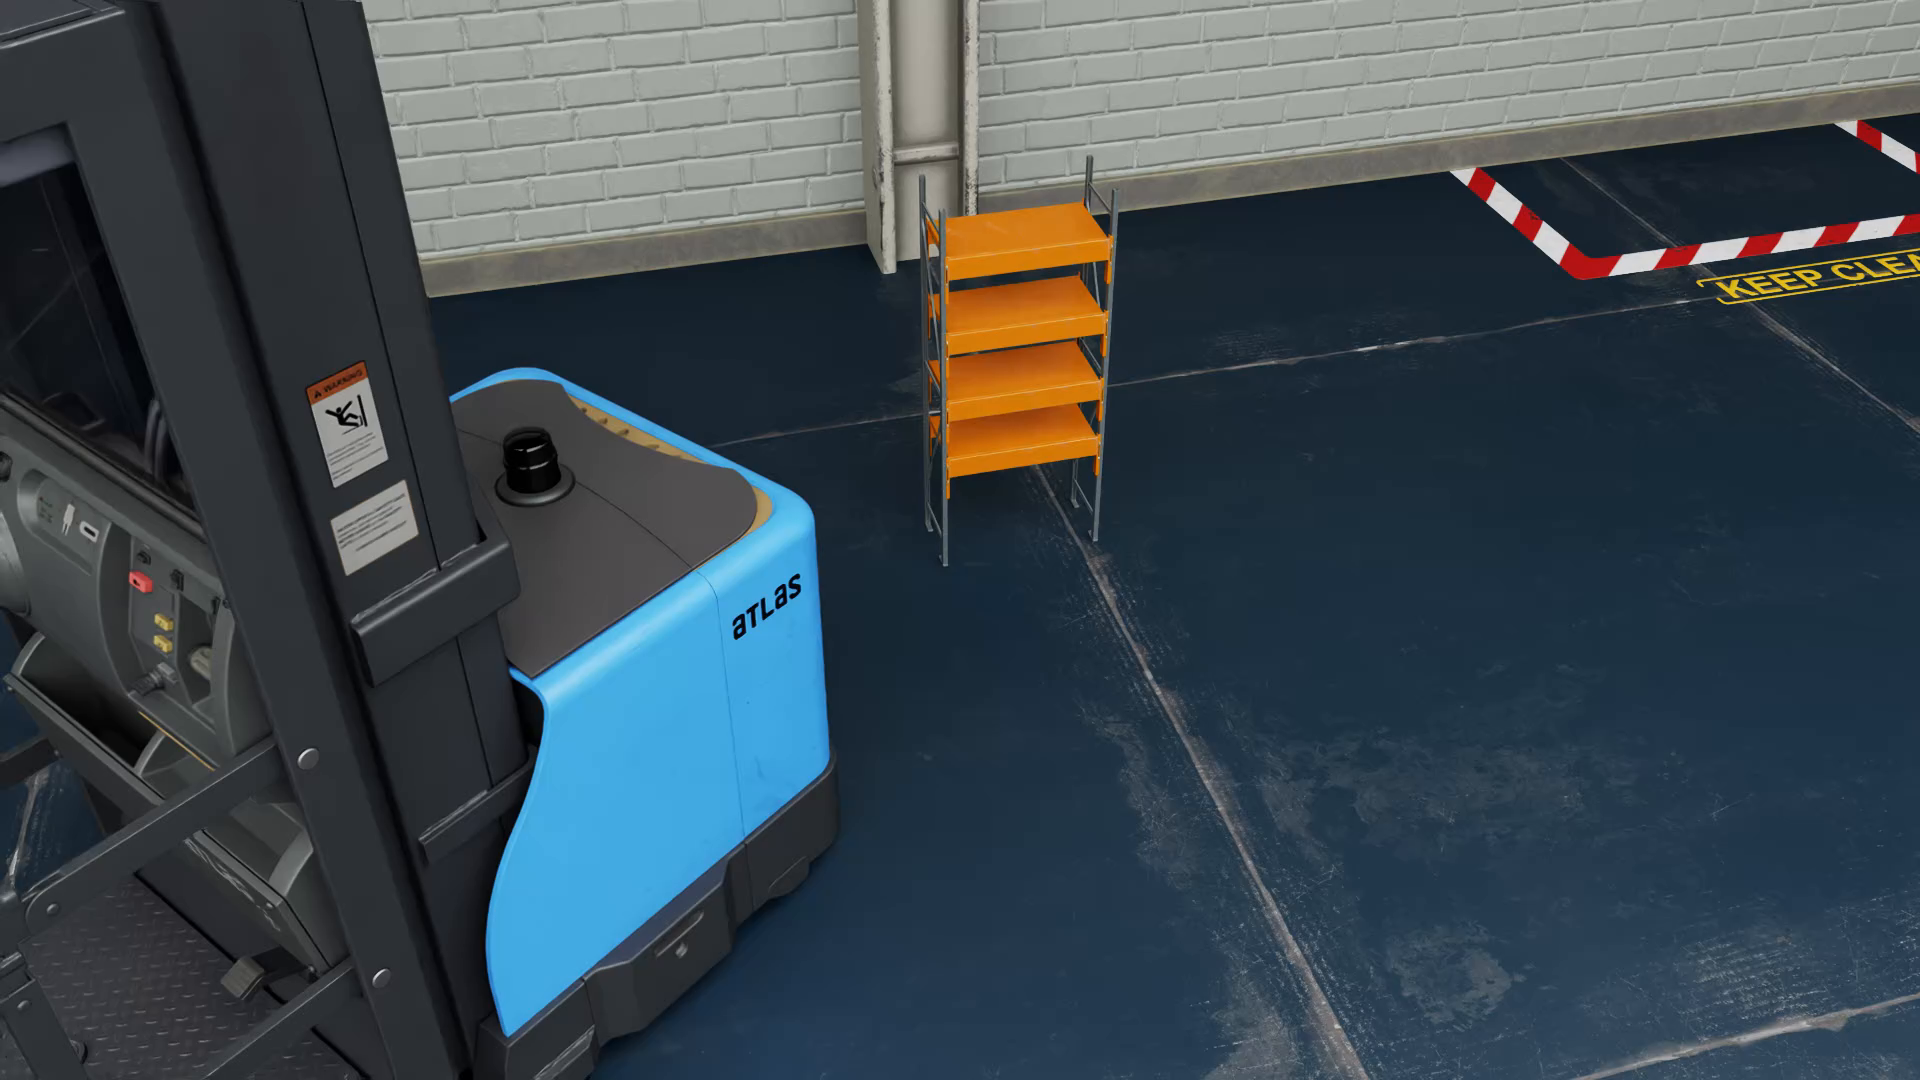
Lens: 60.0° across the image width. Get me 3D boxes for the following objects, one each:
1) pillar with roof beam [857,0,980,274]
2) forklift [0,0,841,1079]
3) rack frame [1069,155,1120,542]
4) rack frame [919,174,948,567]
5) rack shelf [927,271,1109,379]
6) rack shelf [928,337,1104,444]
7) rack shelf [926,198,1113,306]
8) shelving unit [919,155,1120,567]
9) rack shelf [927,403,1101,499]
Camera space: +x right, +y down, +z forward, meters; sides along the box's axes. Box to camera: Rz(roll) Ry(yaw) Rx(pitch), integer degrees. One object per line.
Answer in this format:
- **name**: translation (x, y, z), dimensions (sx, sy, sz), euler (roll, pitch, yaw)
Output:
- **pillar with roof beam**: translation (0.965, -2.233, 0.762), dimensions (0.400, 9.000, 9.100), euler (-9, 38, -12)
- **forklift**: translation (-1.608, 0.126, 2.672), dimensions (1.130, 2.935, 3.031), euler (26, 44, 29)
- **rack frame**: translation (0.395, -0.541, 4.970), dimensions (0.015, 1.200, 0.240), euler (-9, 38, -12)
- **rack frame**: translation (-0.076, -0.464, 4.869), dimensions (0.015, 1.200, 0.240), euler (-9, 38, -12)
- **rack shelf**: translation (0.160, -0.627, 4.825), dimensions (0.480, 0.148, 0.258), euler (-9, 38, -12)
- **rack shelf**: translation (0.160, -0.449, 4.961), dimensions (0.480, 0.148, 0.258), euler (-9, 38, -12)
- **rack shelf**: translation (0.160, -0.815, 4.681), dimensions (0.480, 0.148, 0.258), euler (-9, 38, -12)
- **shelving unit**: translation (0.160, -0.503, 4.920), dimensions (0.503, 1.200, 0.258), euler (-9, 38, -12)
- **rack shelf**: translation (0.160, -0.292, 5.081), dimensions (0.480, 0.148, 0.258), euler (-9, 38, -12)
